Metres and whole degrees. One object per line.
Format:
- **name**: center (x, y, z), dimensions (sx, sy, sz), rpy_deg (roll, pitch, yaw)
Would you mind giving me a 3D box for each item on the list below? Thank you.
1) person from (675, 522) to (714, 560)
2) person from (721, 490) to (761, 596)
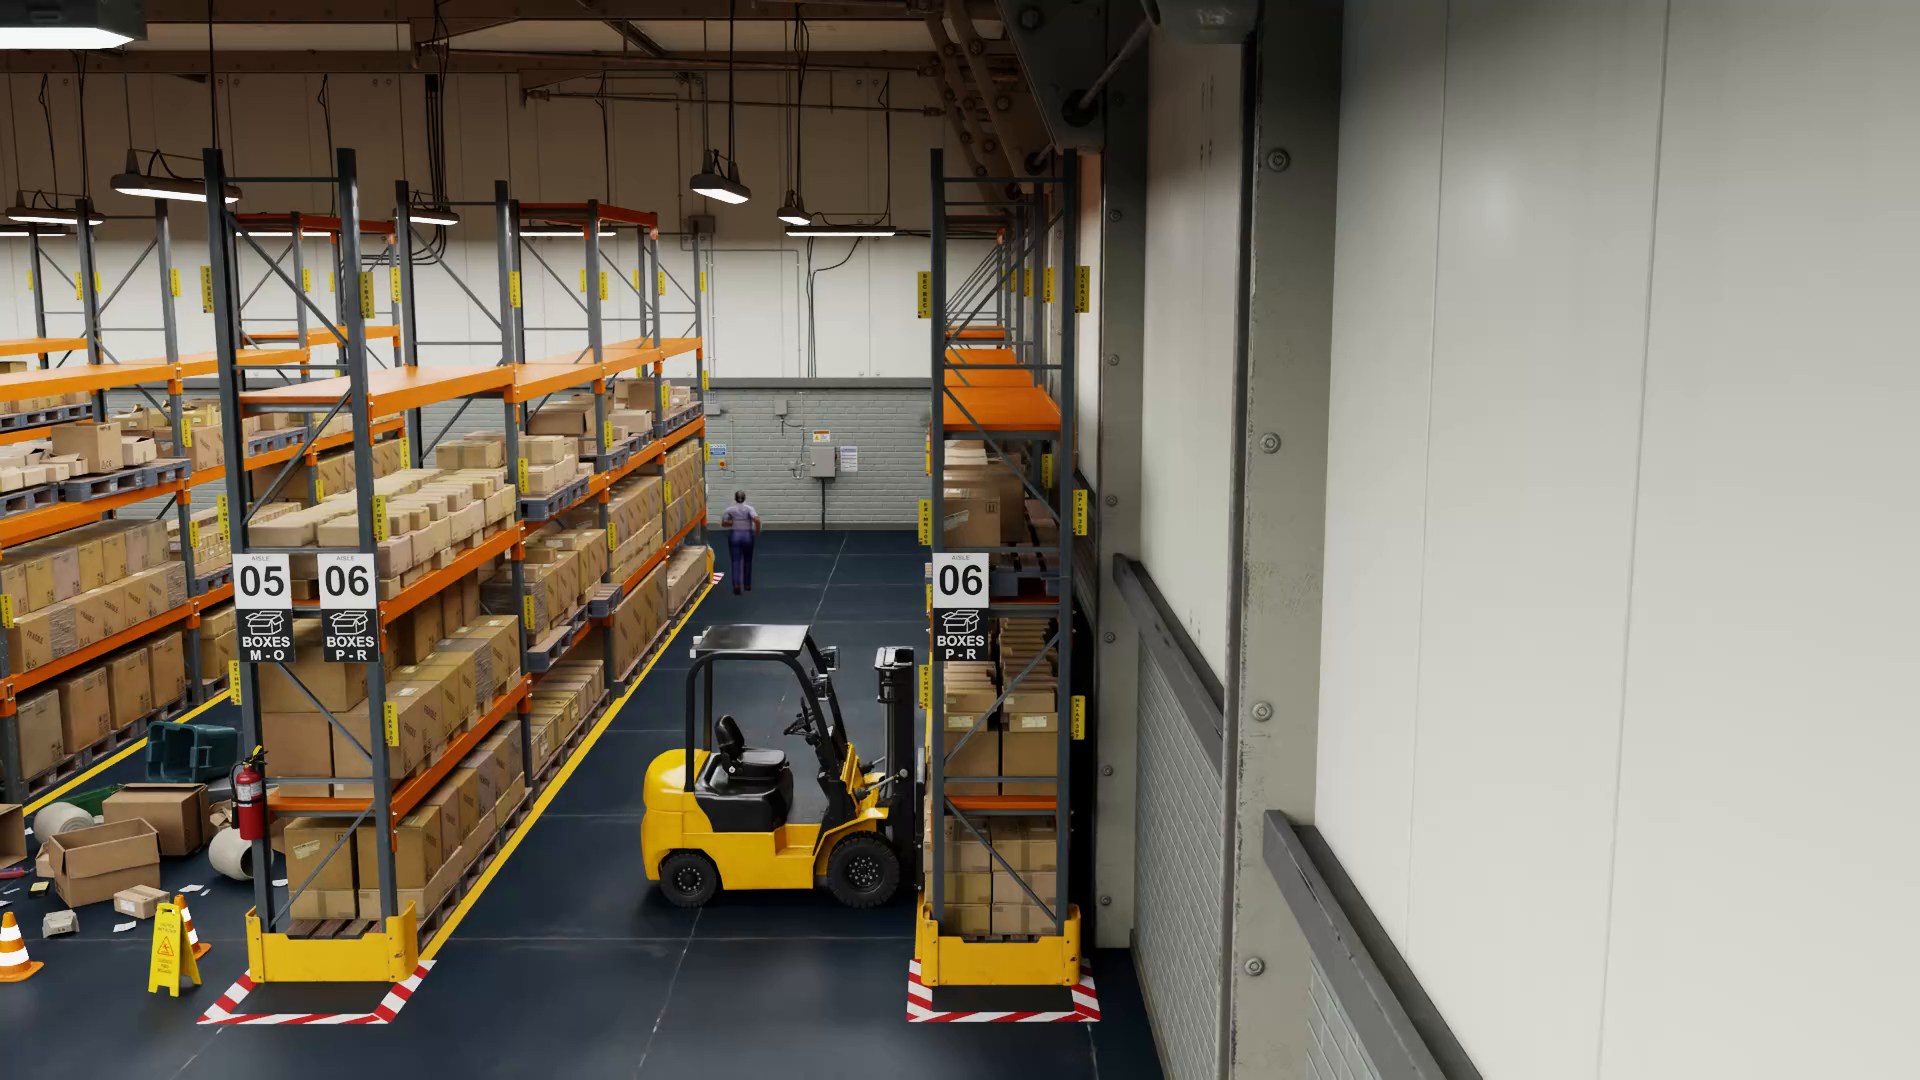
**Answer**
- **person**: center (-4.866, -0.407, 29.325), dimensions (0.952, 1.733, 0.736), rpy_deg (6, 11, 33)
- **person**: center (-3.419, 0.040, 25.978), dimensions (0.615, 1.639, 0.866), rpy_deg (-1, 9, -6)
